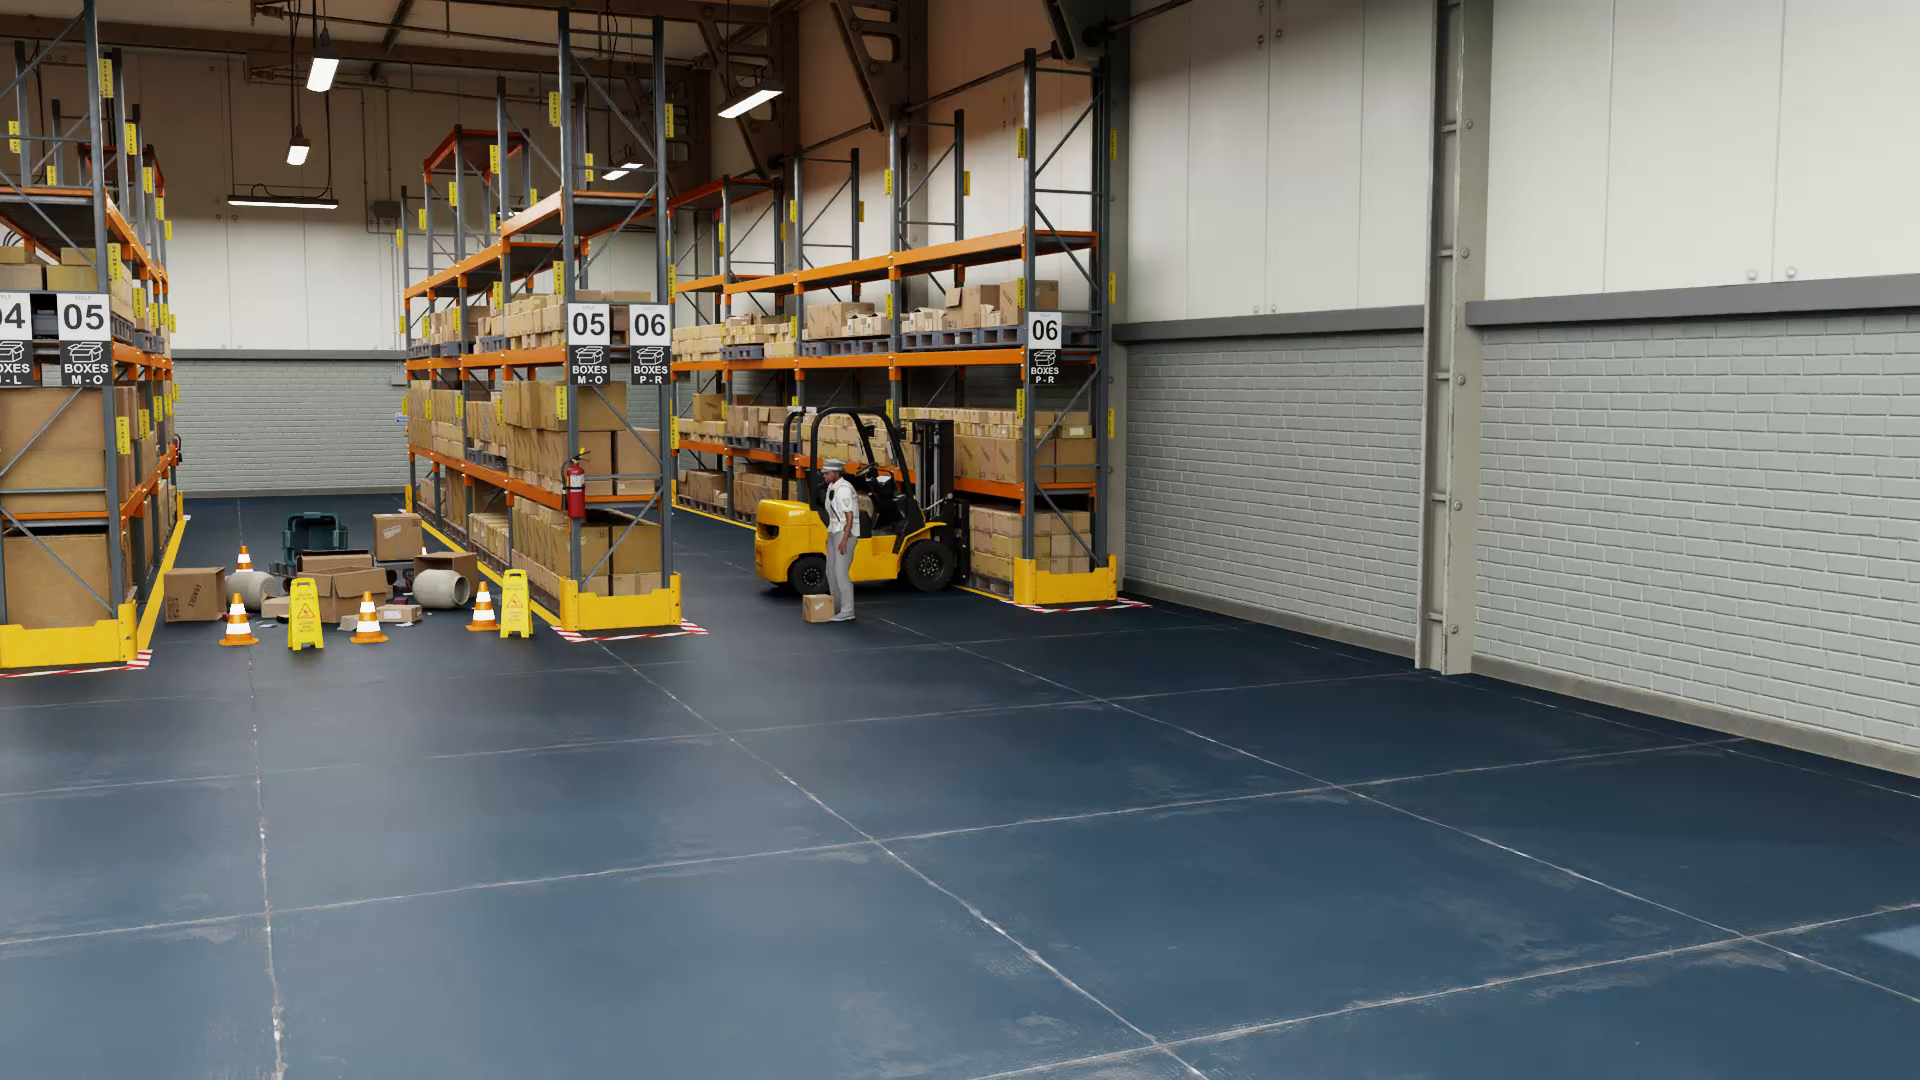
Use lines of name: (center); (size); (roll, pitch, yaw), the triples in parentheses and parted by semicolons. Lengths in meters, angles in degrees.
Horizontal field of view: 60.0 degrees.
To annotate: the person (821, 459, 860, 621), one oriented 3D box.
person: (-1.245, -0.010, 17.112); (0.395, 1.659, 0.508); (-2, 6, -24)
